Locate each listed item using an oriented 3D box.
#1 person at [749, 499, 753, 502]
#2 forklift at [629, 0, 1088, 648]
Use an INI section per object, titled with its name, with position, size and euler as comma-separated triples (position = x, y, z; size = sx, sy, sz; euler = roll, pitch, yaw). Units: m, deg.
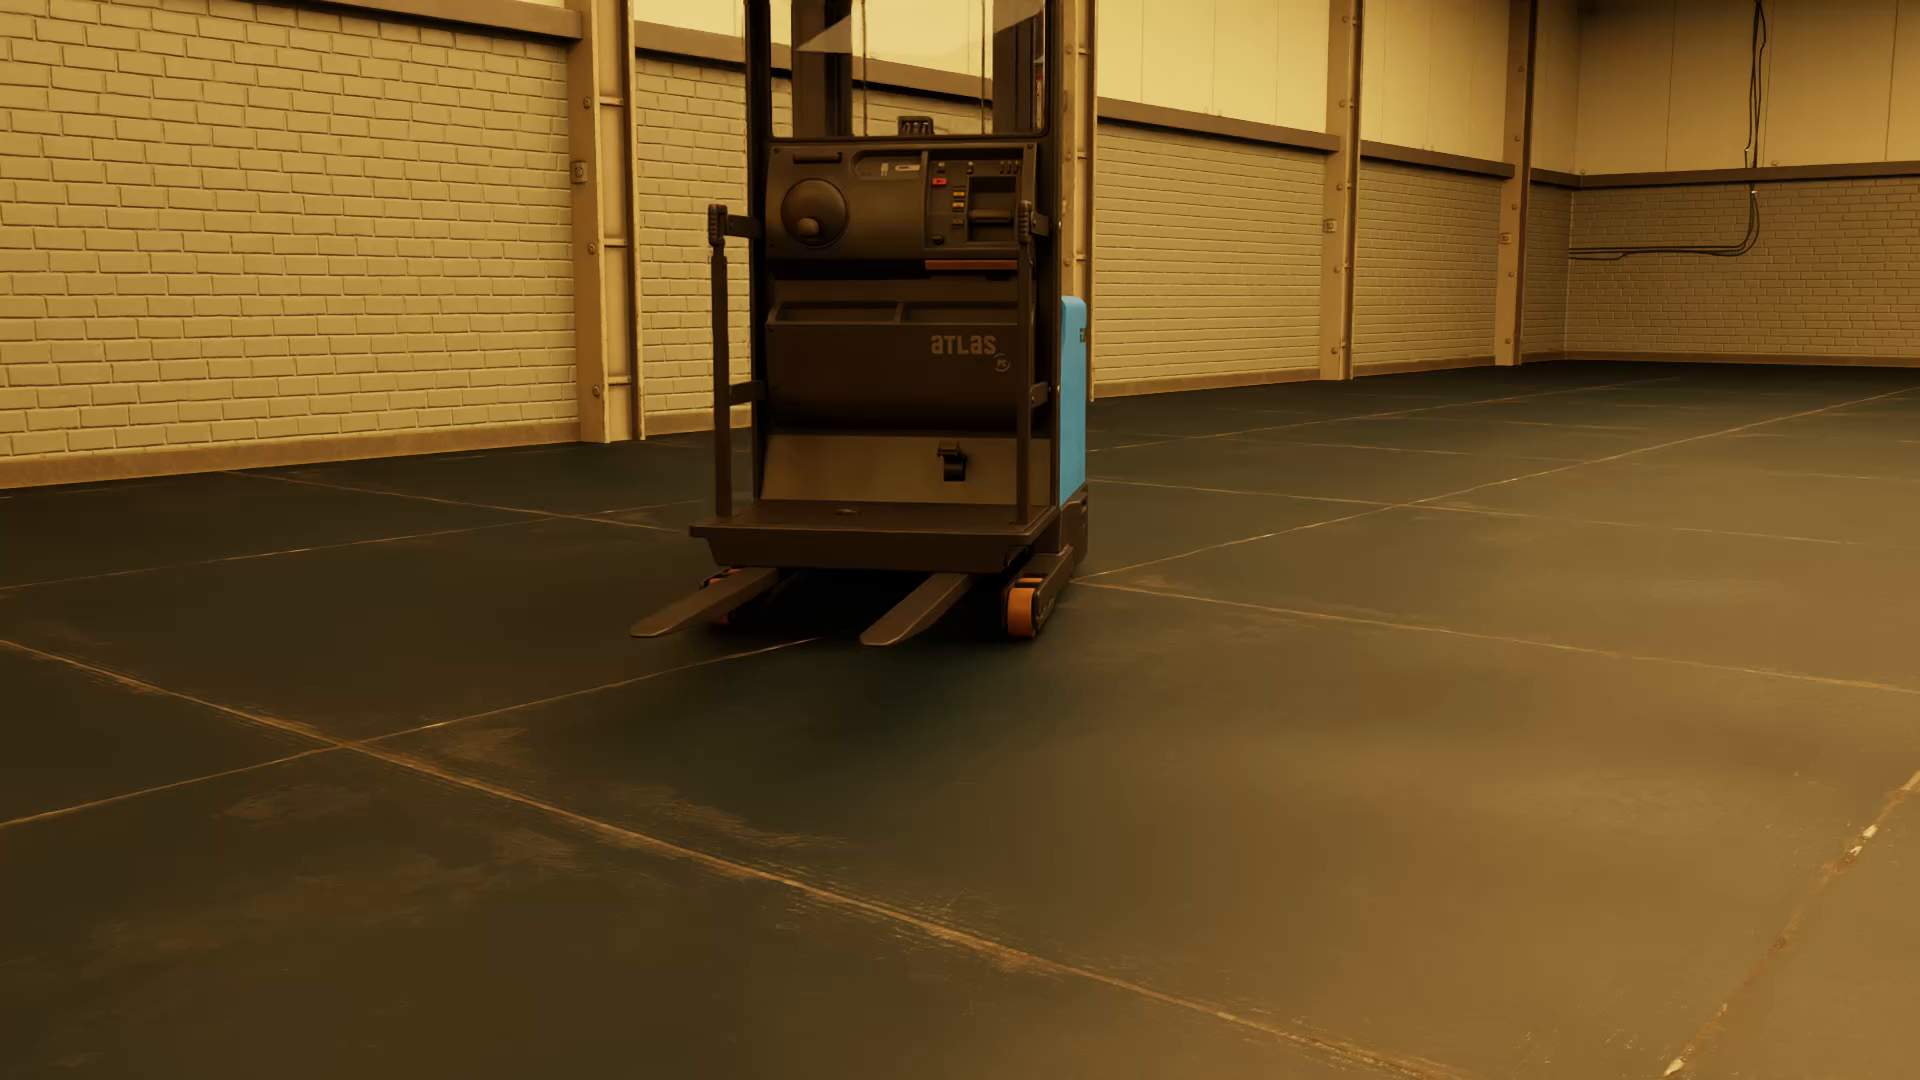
[person]
position = -0.794, -0.828, 7.704
size = 0.381, 1.570, 0.728
euler = 0, 8, 1
[forklift]
position = -0.239, -1.195, 5.450
size = 1.130, 2.935, 3.031
euler = 2, 8, 10
